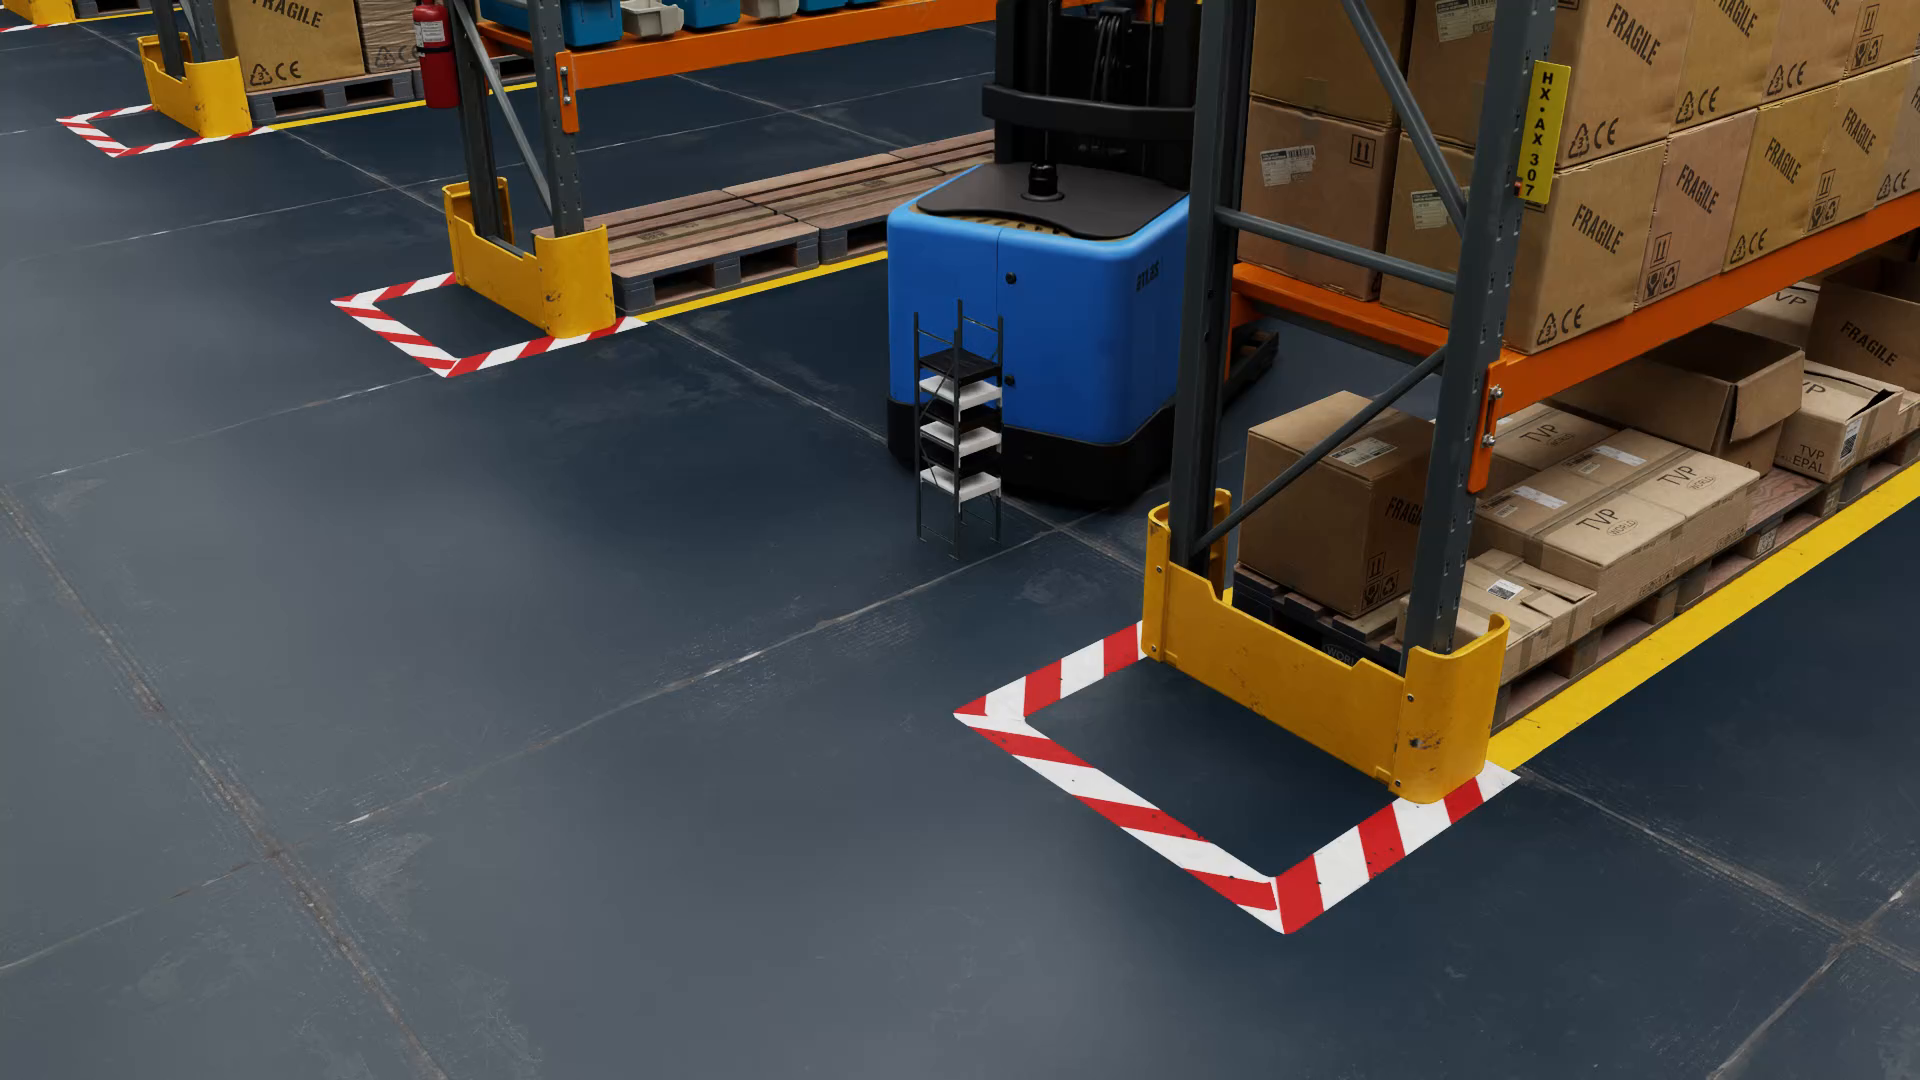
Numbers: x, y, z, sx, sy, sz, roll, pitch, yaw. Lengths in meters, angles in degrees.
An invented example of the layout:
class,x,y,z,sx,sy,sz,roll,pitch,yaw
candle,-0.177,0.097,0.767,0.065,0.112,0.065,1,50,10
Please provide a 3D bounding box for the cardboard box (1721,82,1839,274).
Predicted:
class,x,y,z,sx,sy,sz,roll,pitch,yaw
cardboard box,2.313,-1.181,5.171,0.500,0.500,0.500,-22,35,-35

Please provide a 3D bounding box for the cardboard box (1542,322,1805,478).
class,x,y,z,sx,sy,sz,roll,pitch,yaw
cardboard box,2.648,-0.523,6.229,0.637,0.503,0.797,-22,35,-35

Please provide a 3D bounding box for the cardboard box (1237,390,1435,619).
class,x,y,z,sx,sy,sz,roll,pitch,yaw
cardboard box,1.285,-0.130,5.495,0.500,0.500,0.500,-22,35,-35

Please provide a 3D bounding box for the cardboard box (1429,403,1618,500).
class,x,y,z,sx,sy,sz,roll,pitch,yaw
cardboard box,2.027,-0.299,6.078,0.500,0.250,0.500,-22,35,-35

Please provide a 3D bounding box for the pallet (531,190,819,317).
class,x,y,z,sx,sy,sz,roll,pitch,yaw
pallet,-1.528,-1.569,8.962,1.213,0.211,1.003,-22,35,-35

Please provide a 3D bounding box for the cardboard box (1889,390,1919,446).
class,x,y,z,sx,sy,sz,roll,pitch,yaw
cardboard box,3.578,-0.531,6.620,0.250,0.149,0.380,-22,35,-35

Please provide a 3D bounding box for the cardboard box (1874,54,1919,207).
class,x,y,z,sx,sy,sz,roll,pitch,yaw
cardboard box,3.080,-1.490,5.750,0.500,0.500,0.500,-21,35,-34

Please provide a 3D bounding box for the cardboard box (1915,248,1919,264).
class,x,y,z,sx,sy,sz,roll,pitch,yaw
cardboard box,4.600,-1.159,7.422,0.500,0.500,0.500,-24,36,-37

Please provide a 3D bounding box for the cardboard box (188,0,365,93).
class,x,y,z,sx,sy,sz,roll,pitch,yaw
cardboard box,-4.961,-3.809,12.004,0.875,0.875,0.875,-22,35,-35

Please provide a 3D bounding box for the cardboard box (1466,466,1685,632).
class,x,y,z,sx,sy,sz,roll,pitch,yaw
cardboard box,2.009,0.018,5.485,0.500,0.250,0.500,-22,35,-35

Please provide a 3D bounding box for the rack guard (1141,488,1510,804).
class,x,y,z,sx,sy,sz,roll,pitch,yaw
rack guard,1.089,0.296,5.166,0.348,0.500,1.175,-22,35,-35

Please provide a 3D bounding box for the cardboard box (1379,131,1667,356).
class,x,y,z,sx,sy,sz,roll,pitch,yaw
cardboard box,1.540,-0.869,4.587,0.500,0.500,0.500,-21,35,-34

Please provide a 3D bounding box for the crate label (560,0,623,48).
class,x,y,z,sx,sy,sz,roll,pitch,yaw
crate label,-1.779,-2.471,7.805,0.303,0.233,0.416,-22,35,-35

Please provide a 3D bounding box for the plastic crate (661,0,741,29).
class,x,y,z,sx,sy,sz,roll,pitch,yaw
plastic crate,-1.279,-2.672,8.181,0.300,0.233,0.416,-22,35,-35

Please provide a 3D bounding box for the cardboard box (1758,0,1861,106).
class,x,y,z,sx,sy,sz,roll,pitch,yaw
cardboard box,2.316,-1.624,4.939,0.500,0.500,0.500,-21,35,-34

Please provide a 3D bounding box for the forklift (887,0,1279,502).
class,x,y,z,sx,sy,sz,roll,pitch,yaw
forklift,0.834,-2.103,7.075,1.130,2.935,3.031,14,31,24

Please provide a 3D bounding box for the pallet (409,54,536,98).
class,x,y,z,sx,sy,sz,roll,pitch,yaw
pallet,-3.911,-3.751,13.044,1.213,0.211,1.003,-22,35,-35

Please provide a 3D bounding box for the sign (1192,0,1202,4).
class,x,y,z,sx,sy,sz,roll,pitch,yaw
sign,0.686,-1.639,4.570,0.005,0.325,0.100,-22,35,-35

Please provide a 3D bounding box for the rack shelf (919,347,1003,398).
class,x,y,z,sx,sy,sz,roll,pitch,yaw
rack shelf,-0.006,-0.603,5.922,0.200,0.077,0.258,-22,35,-35

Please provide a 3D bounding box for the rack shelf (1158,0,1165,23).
class,x,y,z,sx,sy,sz,roll,pitch,yaw
rack shelf,2.384,-4.079,11.463,4.000,0.370,1.077,-22,35,-35

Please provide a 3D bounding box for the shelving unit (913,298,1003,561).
class,x,y,z,sx,sy,sz,roll,pitch,yaw
shelving unit,-0.006,-0.394,6.033,0.210,0.900,0.258,-22,35,-35

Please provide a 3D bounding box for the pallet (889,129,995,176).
class,x,y,z,sx,sy,sz,roll,pitch,yaw
pallet,0.328,-2.316,10.359,1.213,0.211,1.003,-22,35,-35

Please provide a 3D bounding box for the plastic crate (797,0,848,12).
class,x,y,z,sx,sy,sz,roll,pitch,yaw
plastic crate,-0.778,-2.873,8.558,0.300,0.233,0.416,-22,35,-35

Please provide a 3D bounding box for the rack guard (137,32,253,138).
class,x,y,z,sx,sy,sz,roll,pitch,yaw
rack guard,-5.414,-3.227,11.757,0.348,0.500,1.175,-22,35,-35

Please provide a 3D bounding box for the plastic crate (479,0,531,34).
class,x,y,z,sx,sy,sz,roll,pitch,yaw
plastic crate,-2.047,-2.772,8.153,0.499,0.435,0.616,-22,35,-35

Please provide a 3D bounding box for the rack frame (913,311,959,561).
class,x,y,z,sx,sy,sz,roll,pitch,yaw
rack frame,-0.084,-0.363,5.975,0.006,0.900,0.240,-22,35,-35

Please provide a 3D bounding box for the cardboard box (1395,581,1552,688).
class,x,y,z,sx,sy,sz,roll,pitch,yaw
cardboard box,1.573,0.275,5.111,0.250,0.149,0.380,-22,35,-35

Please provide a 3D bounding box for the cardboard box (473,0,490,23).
class,x,y,z,sx,sy,sz,roll,pitch,yaw
cardboard box,-3.591,-4.360,13.034,0.875,0.875,0.875,-22,35,-35

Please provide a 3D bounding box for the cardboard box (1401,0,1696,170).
class,x,y,z,sx,sy,sz,roll,pitch,yaw
cardboard box,1.540,-1.310,4.351,0.500,0.500,0.500,-21,34,-33

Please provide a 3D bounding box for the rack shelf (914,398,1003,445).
class,x,y,z,sx,sy,sz,roll,pitch,yaw
rack shelf,-0.006,-0.444,6.007,0.200,0.077,0.258,-22,35,-35

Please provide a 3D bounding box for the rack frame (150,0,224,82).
class,x,y,z,sx,sy,sz,roll,pitch,yaw
rack frame,-5.396,-4.337,11.182,0.127,3.000,1.000,-22,35,-35

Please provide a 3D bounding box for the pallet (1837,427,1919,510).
class,x,y,z,sx,sy,sz,roll,pitch,yaw
pallet,3.551,-0.567,7.088,1.213,0.211,1.003,-22,35,-35

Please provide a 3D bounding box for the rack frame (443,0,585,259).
class,x,y,z,sx,sy,sz,roll,pitch,yaw
rack frame,-2.181,-2.561,7.859,0.127,3.000,1.000,-22,35,-35

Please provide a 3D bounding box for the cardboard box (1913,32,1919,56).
class,x,y,z,sx,sy,sz,roll,pitch,yaw
cardboard box,3.086,-1.933,5.517,0.500,0.500,0.500,-22,35,-35

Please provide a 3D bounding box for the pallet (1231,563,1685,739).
class,x,y,z,sx,sy,sz,roll,pitch,yaw
pallet,1.695,0.179,5.691,1.213,0.211,1.003,-22,35,-35

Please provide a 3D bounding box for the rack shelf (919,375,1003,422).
class,x,y,z,sx,sy,sz,roll,pitch,yaw
rack shelf,-0.006,-0.524,5.964,0.200,0.077,0.258,-22,35,-35
